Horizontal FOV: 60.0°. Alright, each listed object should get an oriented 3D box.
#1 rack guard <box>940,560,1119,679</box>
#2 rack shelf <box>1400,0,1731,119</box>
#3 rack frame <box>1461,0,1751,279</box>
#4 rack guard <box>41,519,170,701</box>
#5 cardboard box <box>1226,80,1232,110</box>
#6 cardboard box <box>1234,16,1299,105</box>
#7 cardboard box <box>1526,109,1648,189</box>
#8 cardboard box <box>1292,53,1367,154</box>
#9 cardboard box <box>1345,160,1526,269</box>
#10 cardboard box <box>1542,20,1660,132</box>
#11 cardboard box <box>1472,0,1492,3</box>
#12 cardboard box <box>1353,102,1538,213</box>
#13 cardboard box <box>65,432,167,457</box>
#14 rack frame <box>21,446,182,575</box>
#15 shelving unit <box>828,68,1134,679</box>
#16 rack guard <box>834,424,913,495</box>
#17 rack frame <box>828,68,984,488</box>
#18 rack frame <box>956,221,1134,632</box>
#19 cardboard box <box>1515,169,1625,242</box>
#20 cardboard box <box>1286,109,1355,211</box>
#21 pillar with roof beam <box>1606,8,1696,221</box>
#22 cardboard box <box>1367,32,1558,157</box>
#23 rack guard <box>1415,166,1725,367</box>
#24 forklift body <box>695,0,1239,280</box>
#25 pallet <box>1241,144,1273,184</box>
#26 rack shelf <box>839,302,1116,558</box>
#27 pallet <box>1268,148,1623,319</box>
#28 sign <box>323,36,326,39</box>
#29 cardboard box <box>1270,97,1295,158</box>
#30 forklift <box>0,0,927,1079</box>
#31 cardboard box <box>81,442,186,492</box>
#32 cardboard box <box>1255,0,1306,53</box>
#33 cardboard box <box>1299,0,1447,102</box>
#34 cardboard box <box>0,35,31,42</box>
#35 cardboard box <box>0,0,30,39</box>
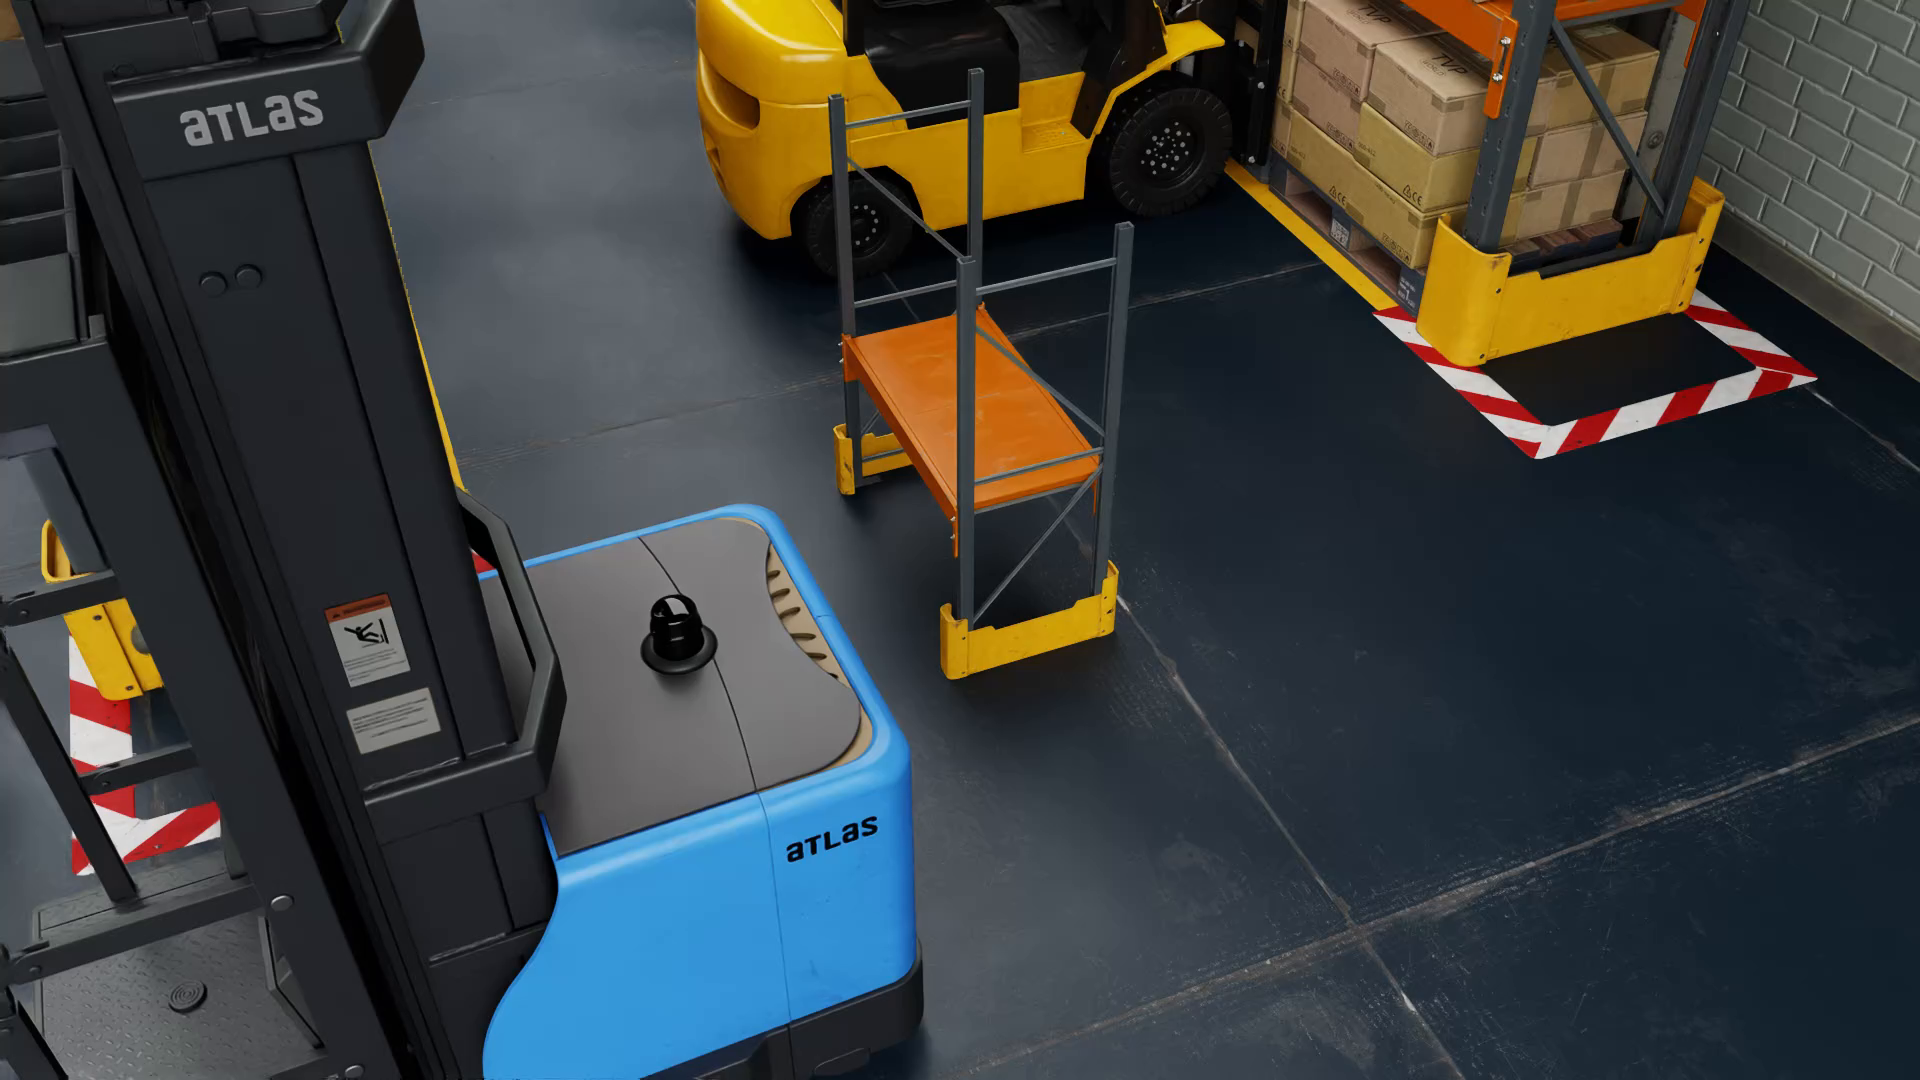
[{"bbox_3d":[0.220,0.251,5.266,0.587,0.250,0.087,-15,43,-17],"label":"rack guard"},{"bbox_3d":[1.658,-3.001,7.491,1.077,0.370,4.000,-15,43,-17],"label":"rack shelf"},{"bbox_3d":[2.424,-2.069,5.855,1.000,3.000,0.127,-15,43,-17],"label":"rack frame"},{"bbox_3d":[-2.190,0.074,5.281,1.175,0.500,0.348,-15,43,-17],"label":"rack guard"},{"bbox_3d":[1.368,-2.302,7.914,0.500,0.250,0.500,-14,43,-16],"label":"cardboard box"},{"bbox_3d":[1.550,-2.201,7.412,0.500,0.250,0.500,-16,43,-18],"label":"cardboard box"},{"bbox_3d":[2.436,-1.710,6.841,0.500,0.250,0.500,-14,43,-16],"label":"cardboard box"},{"bbox_3d":[1.767,-1.895,7.056,0.500,0.250,0.500,-16,43,-17],"label":"cardboard box"},{"bbox_3d":[1.952,-1.390,6.852,0.500,0.250,0.500,-15,43,-17],"label":"cardboard box"},{"bbox_3d":[2.415,-1.901,6.680,0.500,0.250,0.500,-16,43,-18],"label":"cardboard box"},{"bbox_3d":[1.993,-2.338,6.091,0.500,0.500,0.500,-16,43,-18],"label":"cardboard box"},{"bbox_3d":[1.949,-1.590,6.702,0.500,0.250,0.500,-16,43,-17],"label":"cardboard box"},{"bbox_3d":[-2.708,-0.647,5.413,0.500,0.500,0.500,-15,43,-17],"label":"cardboard box"},{"bbox_3d":[-2.161,-0.828,4.412,1.000,3.000,0.127,-15,43,-17],"label":"rack frame"},{"bbox_3d":[0.029,-0.523,5.208,0.587,1.500,1.083,-15,43,-17],"label":"shelving unit"},{"bbox_3d":[-0.161,-0.349,5.964,0.587,0.250,0.087,-15,43,-17],"label":"rack guard"},{"bbox_3d":[-0.162,-0.823,5.557,0.500,1.500,0.032,-15,43,-17],"label":"rack frame"},{"bbox_3d":[0.227,-0.211,4.845,0.500,1.500,0.032,-15,43,-17],"label":"rack frame"},{"bbox_3d":[2.416,-1.530,7.015,0.500,0.250,0.500,-15,43,-17],"label":"cardboard box"},{"bbox_3d":[1.770,-1.692,7.203,0.500,0.250,0.500,-15,43,-17],"label":"cardboard box"},{"bbox_3d":[-0.988,-3.914,3.399,9.100,9.000,0.400,-15,43,-17],"label":"pillar with roof beam"},{"bbox_3d":[1.959,-1.764,6.521,0.500,0.250,0.500,-14,43,-15],"label":"cardboard box"},{"bbox_3d":[2.433,-1.106,6.653,1.175,0.500,0.348,-15,43,-17],"label":"rack guard"},{"bbox_3d":[0.012,-2.434,6.931,2.313,2.155,1.214,-15,43,-17],"label":"forklift body"},{"bbox_3d":[1.629,-2.195,8.141,1.003,0.211,1.213,-15,43,-17],"label":"pallet"},{"bbox_3d":[0.033,-0.381,5.319,0.538,0.185,1.000,-15,43,-17],"label":"rack shelf"},{"bbox_3d":[2.092,-1.462,7.288,1.003,0.211,1.213,-15,43,-17],"label":"pallet"},{"bbox_3d":[-1.660,-1.292,4.288,0.100,0.325,0.005,-15,43,-17],"label":"sign"},{"bbox_3d":[1.587,-1.995,7.556,0.500,0.250,0.500,-15,43,-16],"label":"cardboard box"},{"bbox_3d":[-1.647,0.267,3.192,3.031,2.935,1.130,-16,43,-18],"label":"forklift"},{"bbox_3d":[-2.728,-0.379,5.677,0.500,0.250,0.500,-15,43,-17],"label":"cardboard box"},{"bbox_3d":[1.556,-2.372,7.227,0.500,0.250,0.500,-15,43,-16],"label":"cardboard box"},{"bbox_3d":[1.758,-2.070,6.877,0.500,0.250,0.500,-14,43,-16],"label":"cardboard box"},{"bbox_3d":[-2.623,-1.237,4.583,0.500,0.500,0.500,-16,43,-18],"label":"cardboard box"},{"bbox_3d":[-2.558,-1.611,4.251,0.700,0.500,0.500,-16,43,-18],"label":"cardboard box"}]
